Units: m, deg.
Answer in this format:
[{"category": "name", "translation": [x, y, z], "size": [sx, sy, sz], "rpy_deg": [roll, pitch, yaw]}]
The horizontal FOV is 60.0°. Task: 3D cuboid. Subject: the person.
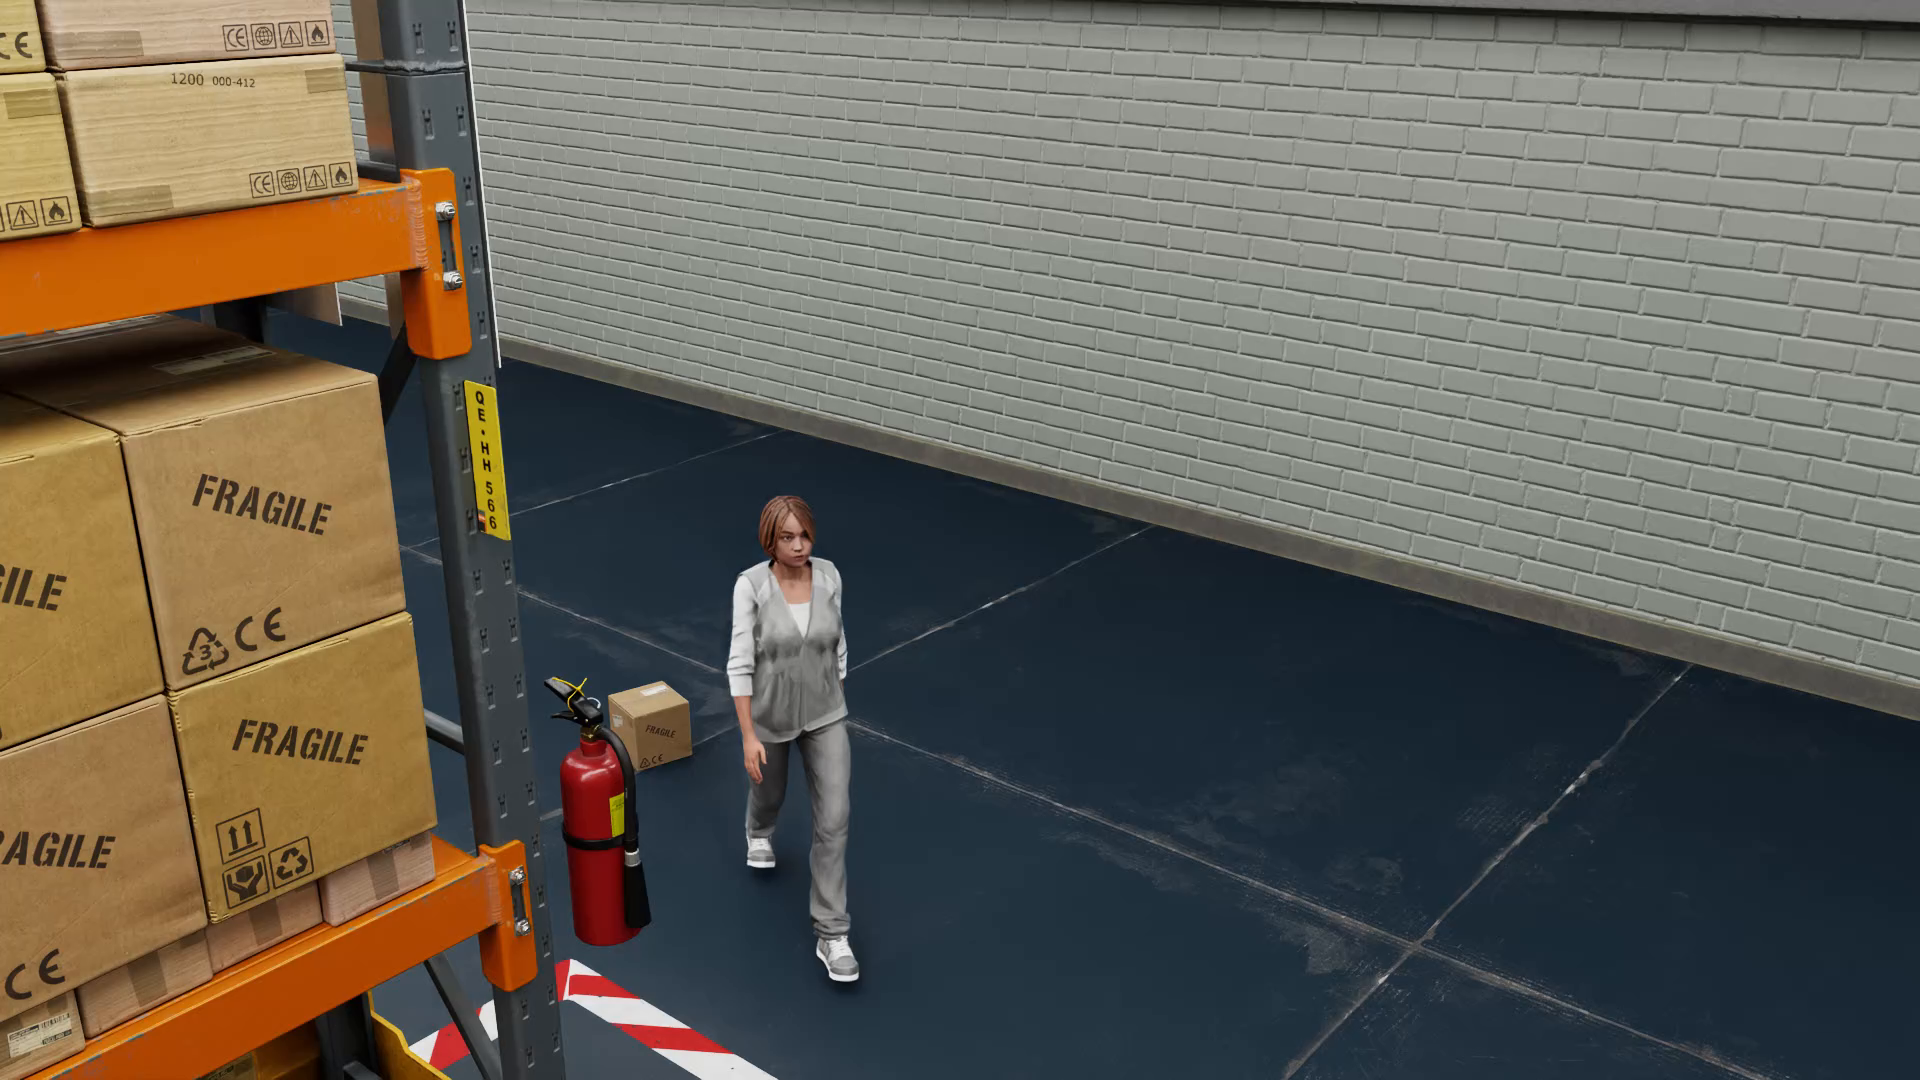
[{"category": "person", "translation": [-0.559, 0.584, 5.515], "size": [0.429, 1.542, 0.956], "rpy_deg": [-7, 22, -17]}]
